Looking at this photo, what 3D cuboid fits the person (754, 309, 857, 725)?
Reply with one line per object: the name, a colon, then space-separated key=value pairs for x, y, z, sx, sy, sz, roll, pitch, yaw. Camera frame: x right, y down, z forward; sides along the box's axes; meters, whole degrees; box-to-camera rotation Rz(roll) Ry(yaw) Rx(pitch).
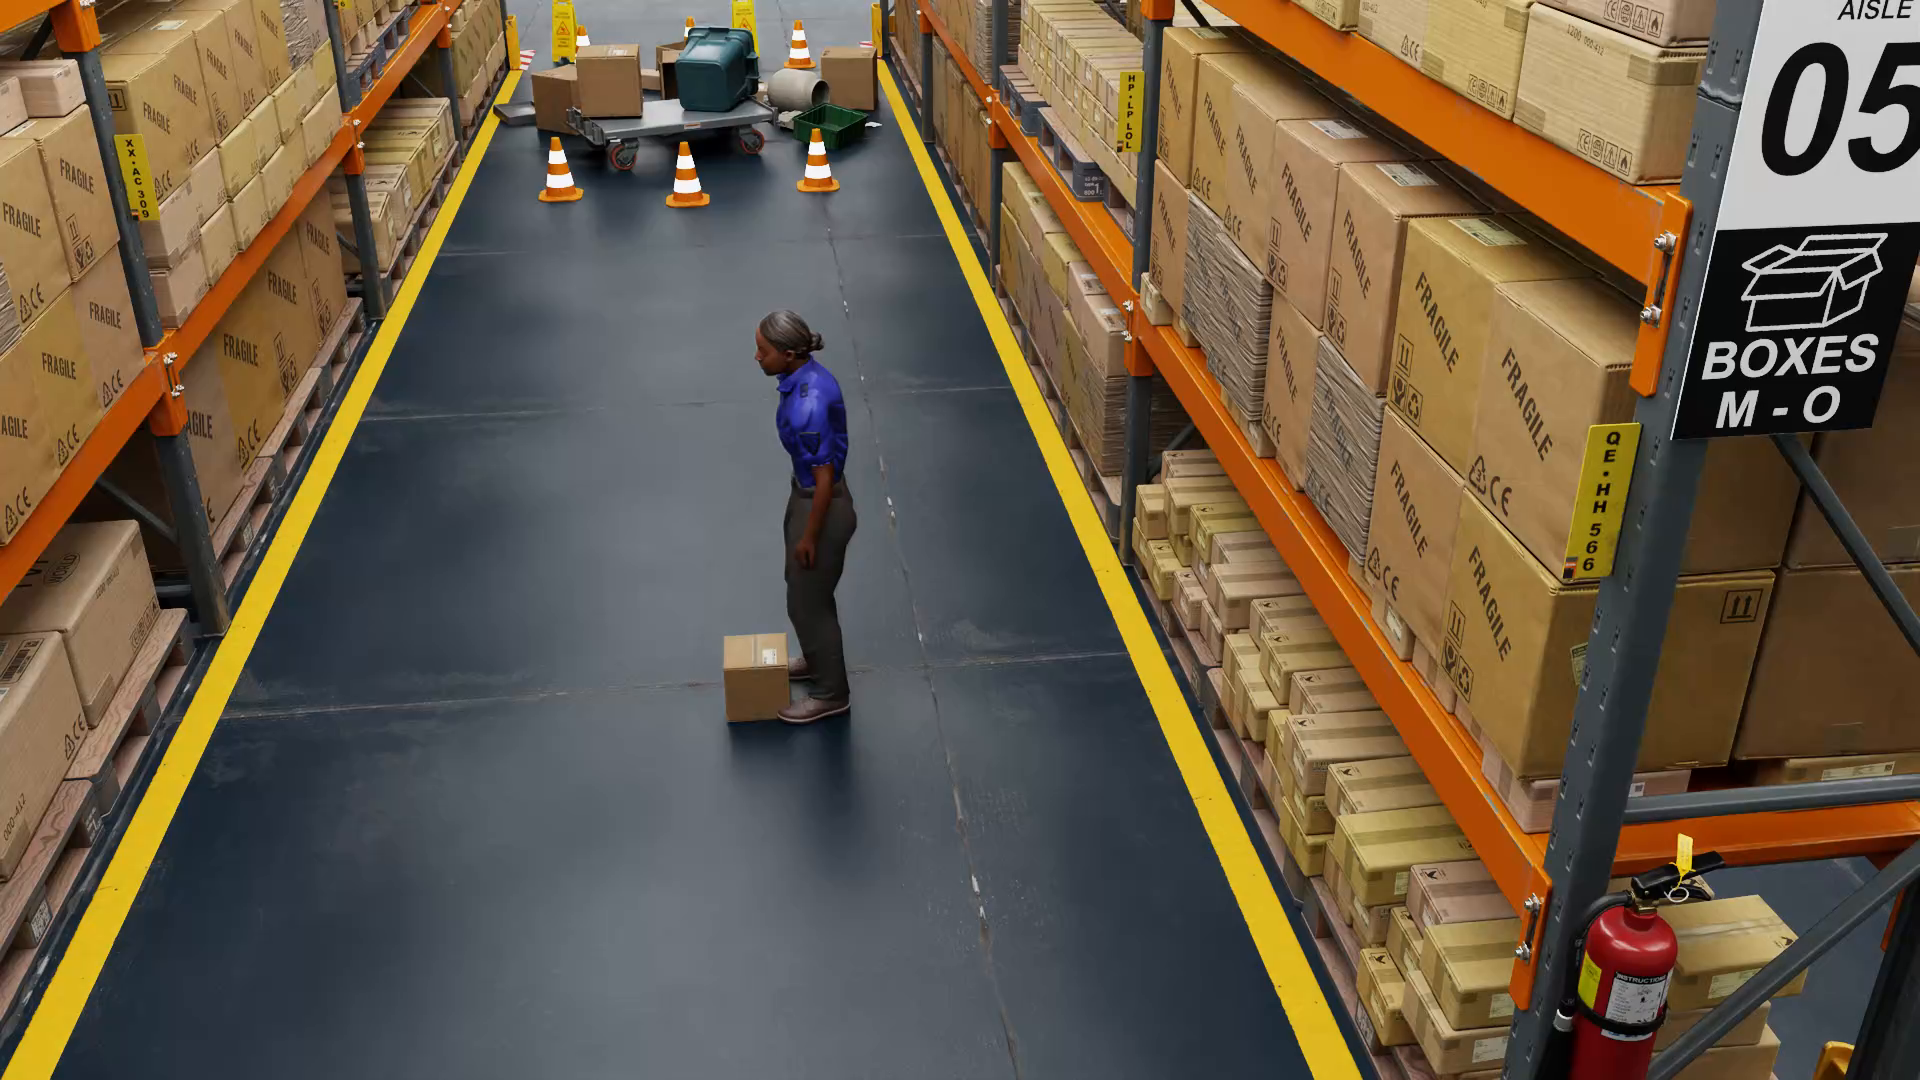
person: x=-0.572 y=-0.102 z=6.322 sx=0.347 sy=1.654 sz=0.505 roll=-4 pitch=28 yaw=-8
